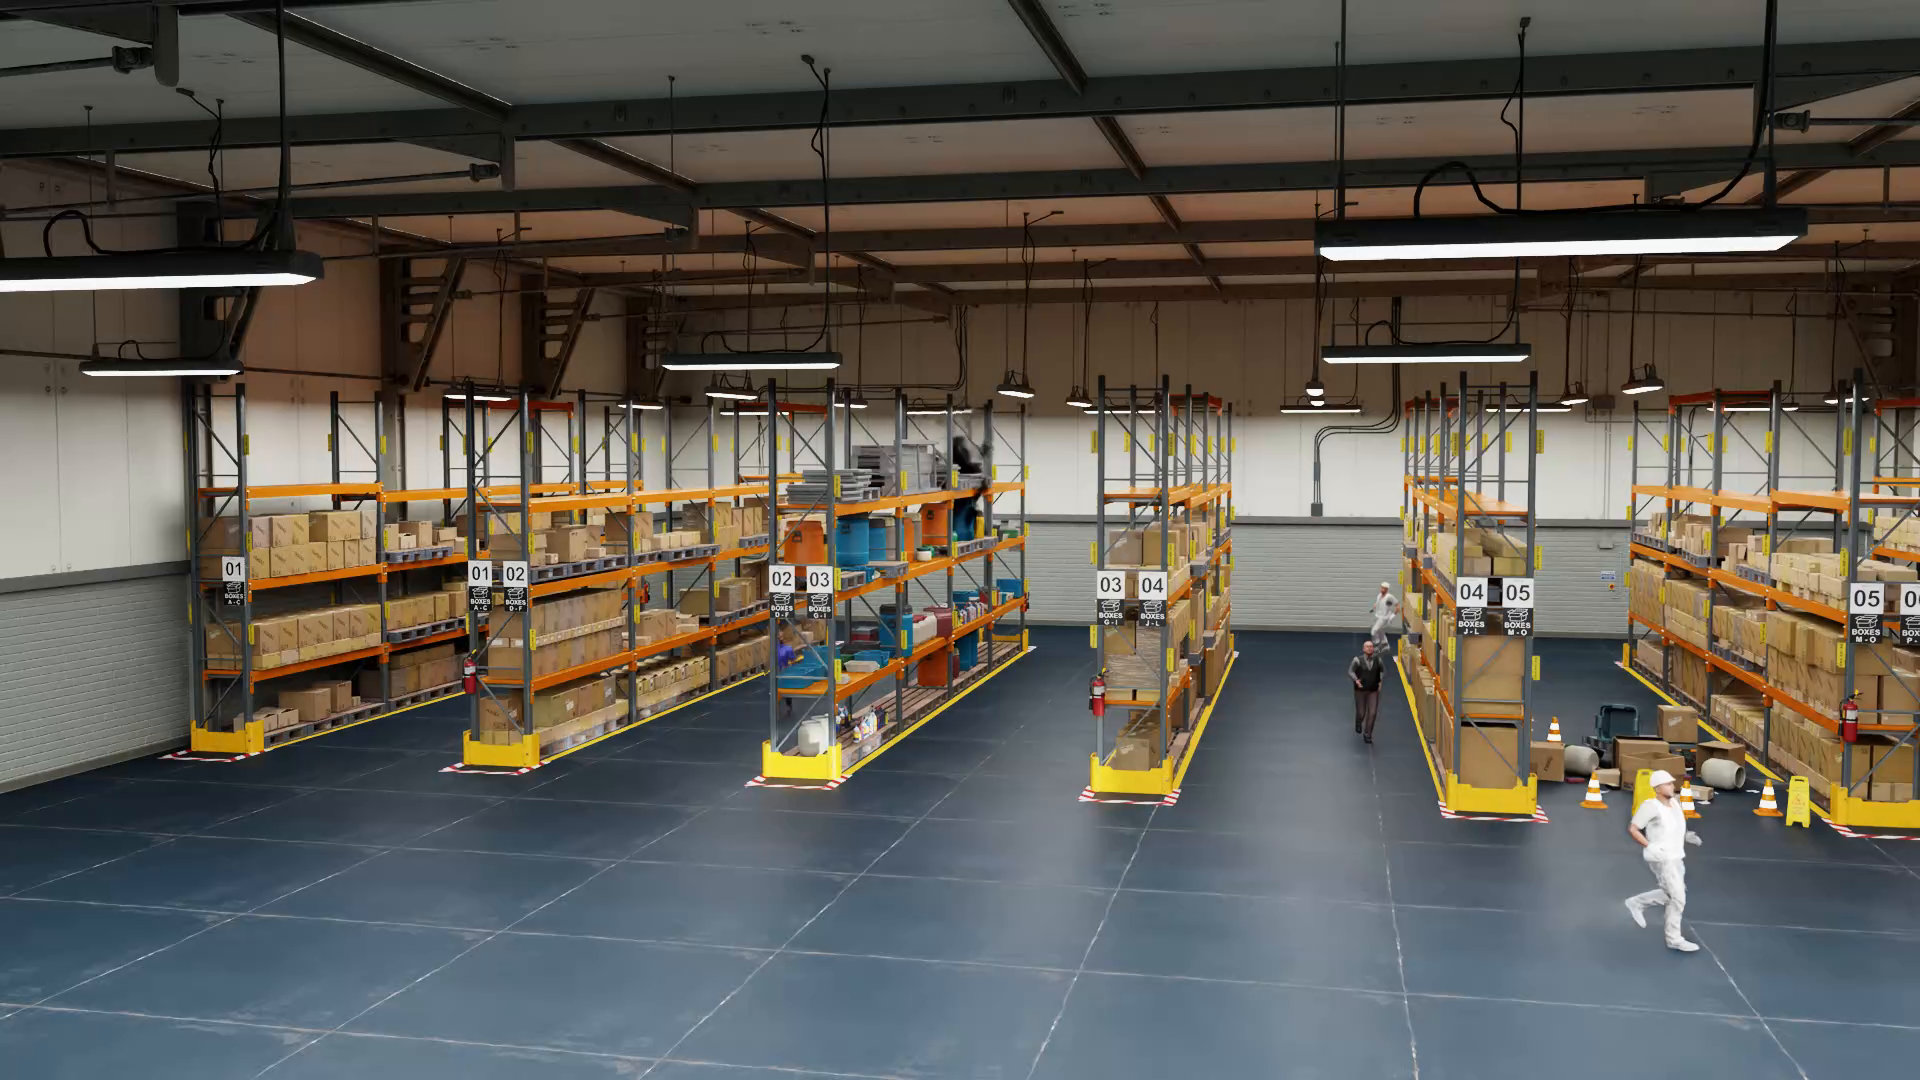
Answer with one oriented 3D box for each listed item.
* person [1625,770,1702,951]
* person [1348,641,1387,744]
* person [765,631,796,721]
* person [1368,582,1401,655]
[{"bbox_3d":[7.011,3.177,16.633,0.696,1.750,0.826,-3,4,-39],"label":"person"},{"bbox_3d":[6.869,2.549,28.039,0.657,1.697,0.752,0,3,3],"label":"person"},{"bbox_3d":[-3.276,2.463,30.255,0.584,1.613,0.730,0,3,6],"label":"person"},{"bbox_3d":[9.998,1.883,39.268,0.696,1.800,0.720,-1,3,-19],"label":"person"}]
